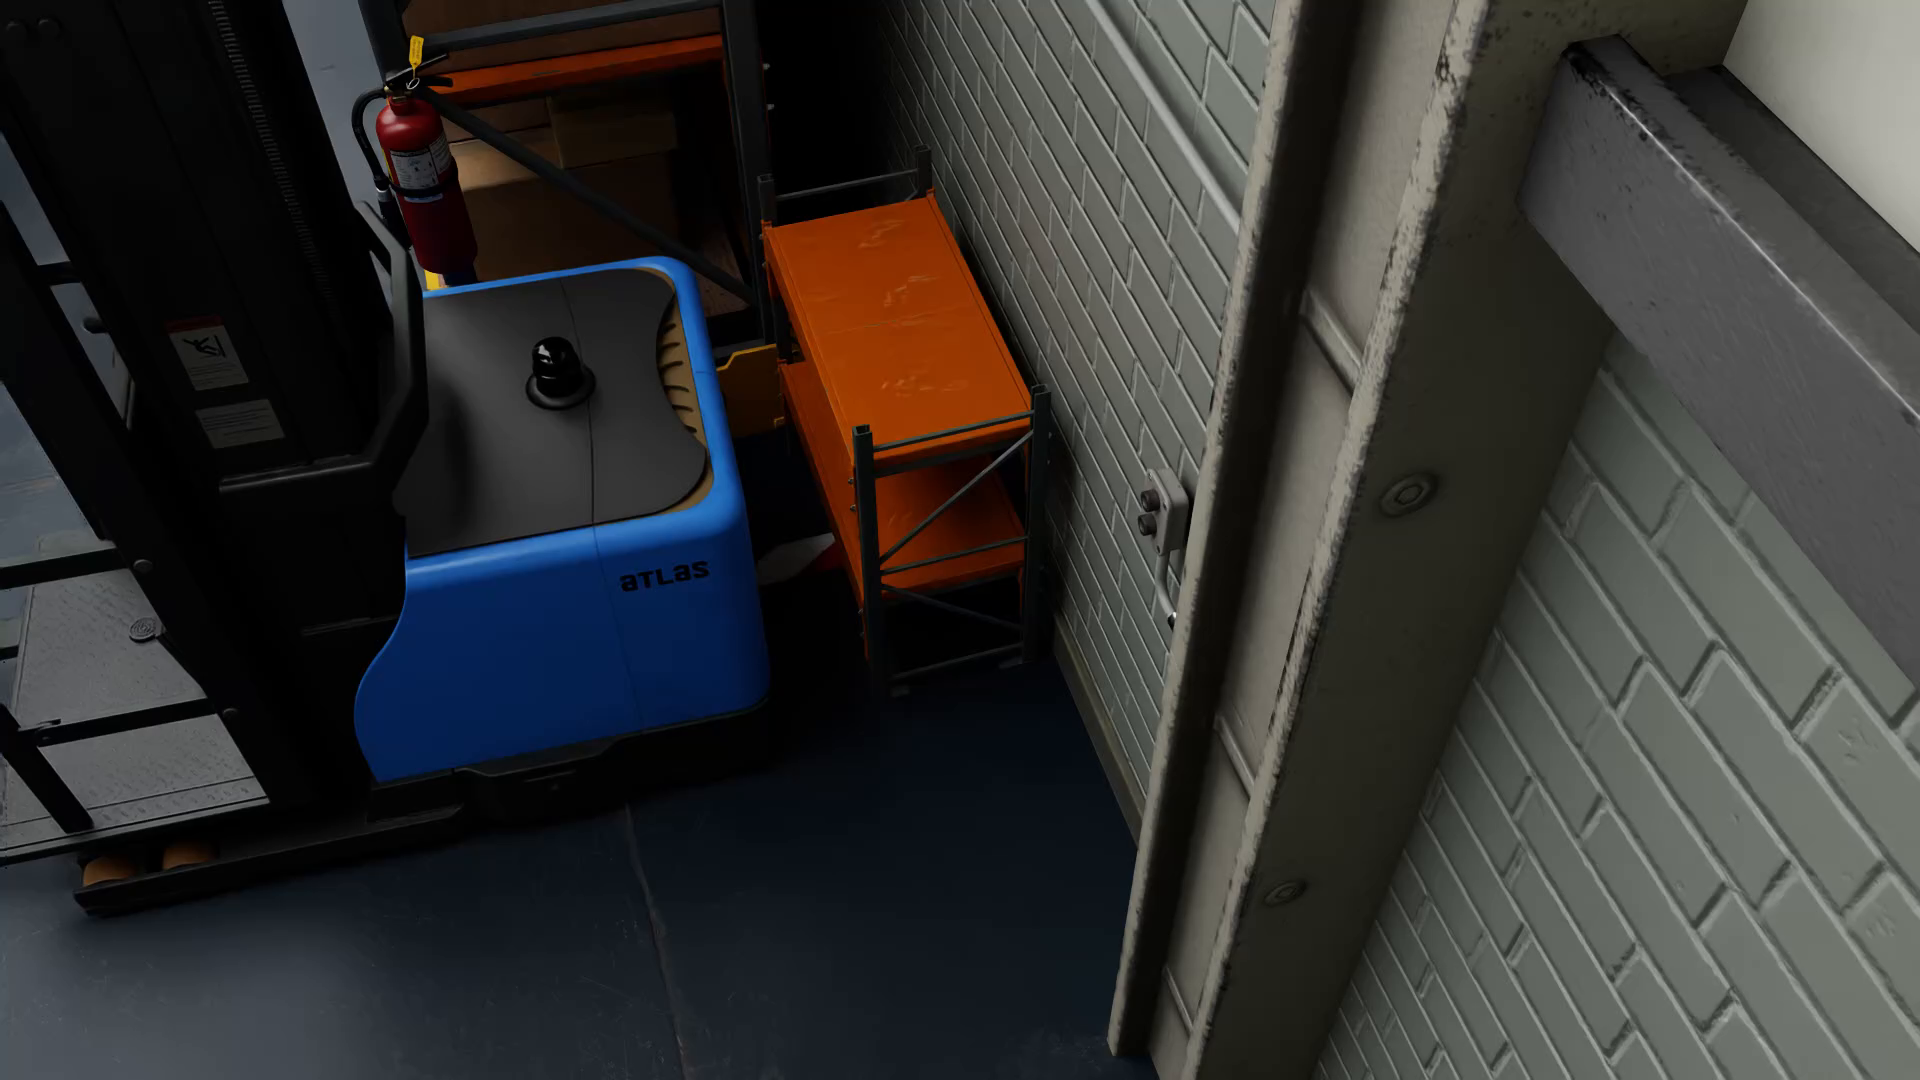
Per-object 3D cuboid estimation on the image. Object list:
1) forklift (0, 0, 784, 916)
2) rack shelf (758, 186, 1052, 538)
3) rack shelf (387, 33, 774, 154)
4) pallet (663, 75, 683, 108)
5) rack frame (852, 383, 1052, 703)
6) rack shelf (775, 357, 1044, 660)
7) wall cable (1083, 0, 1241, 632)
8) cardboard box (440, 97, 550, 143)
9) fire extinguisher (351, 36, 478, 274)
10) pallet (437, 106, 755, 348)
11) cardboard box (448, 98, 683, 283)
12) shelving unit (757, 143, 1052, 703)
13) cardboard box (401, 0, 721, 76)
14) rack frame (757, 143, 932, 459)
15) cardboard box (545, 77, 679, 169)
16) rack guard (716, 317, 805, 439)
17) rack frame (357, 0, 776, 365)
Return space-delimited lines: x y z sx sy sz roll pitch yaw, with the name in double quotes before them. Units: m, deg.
"forklift" -2.073 -0.411 3.679 3.031 2.935 1.130 -11 51 -9
"rack shelf" -0.171 -0.515 4.566 0.538 0.278 1.000 -14 51 -11
"rack shelf" -1.642 -2.609 5.958 1.077 0.370 4.000 -13 51 -11
"pallet" -1.719 -1.937 6.745 1.003 0.211 1.213 -13 51 -11
"rack frame" -0.018 0.044 4.477 0.500 1.125 0.032 -14 51 -11
"rack shelf" -0.171 -0.169 4.977 0.538 0.278 1.000 -14 51 -11
"wall cable" 0.231 -0.986 3.455 0.084 1.984 1.851 -13 51 -11
"cardboard box" -1.565 -1.460 5.455 0.380 0.149 0.250 -14 51 -11
"fire extinguisher" -1.447 -1.021 4.443 0.296 0.674 0.183 -13 51 -11
"pallet" -1.362 -1.048 5.995 1.003 0.211 1.213 -13 51 -11
"cardboard box" -1.353 -1.199 5.659 0.700 0.500 0.500 -13 51 -11
"shelving unit" -0.171 -0.327 4.790 0.538 1.125 1.048 -14 51 -11
"cardboard box" -1.211 -1.847 4.649 0.980 0.700 0.700 -11 51 -9
"rack frame" -0.324 -0.697 5.102 0.500 1.125 0.032 -14 51 -11
"cardboard box" -1.125 -1.362 5.372 0.380 0.149 0.250 -13 51 -11
"rack guard" -1.044 -0.557 5.393 1.175 0.500 0.348 -13 51 -11
"rack frame" -1.051 -1.380 4.452 1.000 3.000 0.127 -13 51 -11
